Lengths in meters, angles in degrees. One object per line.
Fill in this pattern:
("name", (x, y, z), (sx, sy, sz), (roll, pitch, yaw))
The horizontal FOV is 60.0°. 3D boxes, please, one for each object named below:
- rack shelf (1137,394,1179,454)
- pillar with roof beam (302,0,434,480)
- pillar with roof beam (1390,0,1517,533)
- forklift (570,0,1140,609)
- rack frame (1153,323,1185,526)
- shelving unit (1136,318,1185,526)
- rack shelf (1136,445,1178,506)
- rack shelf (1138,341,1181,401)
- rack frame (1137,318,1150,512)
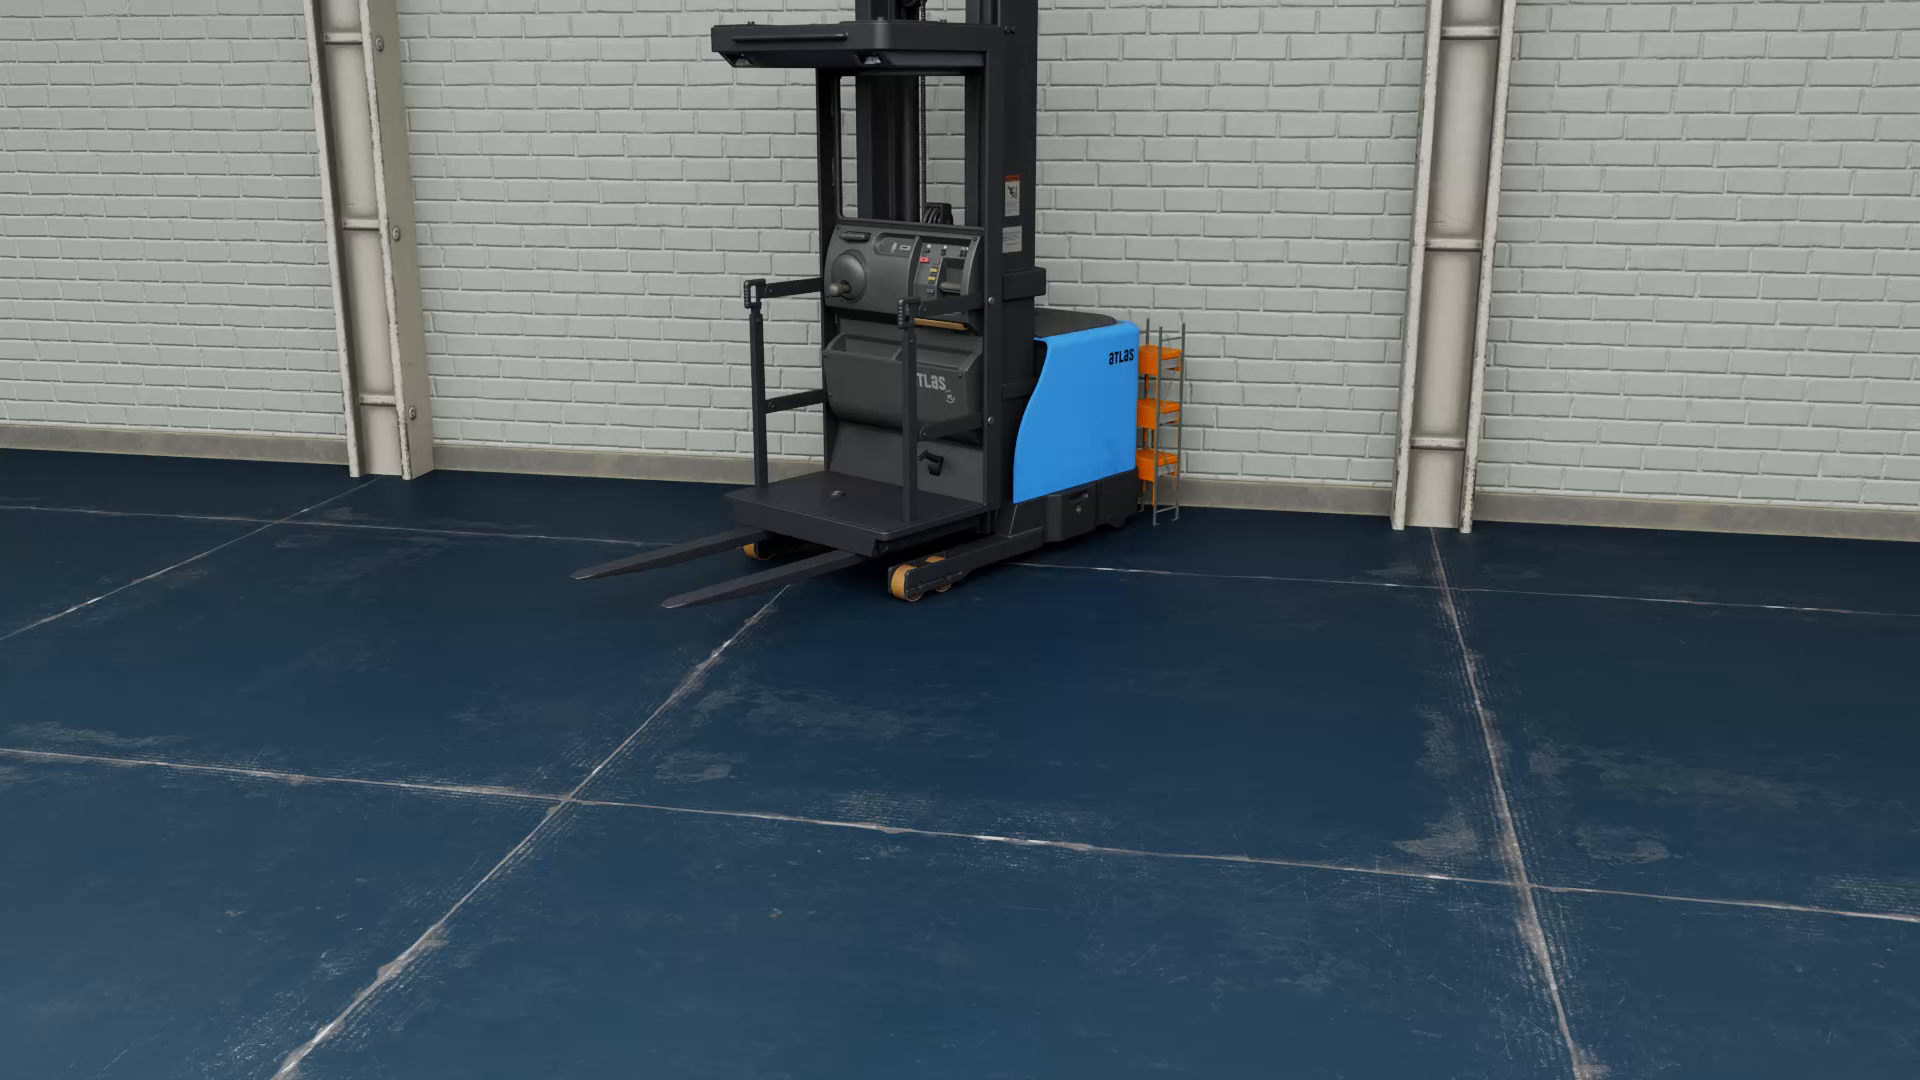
("rack shelf", (1.009, -0.613, 8.777), (0.215, 0.259, 0.240), (-14, 21, -41))
("pillar with roof beam", (-4.249, -3.617, 4.691), (0.400, 9.000, 9.100), (3, 16, 11))
("pillar with roof beam", (1.630, -3.297, 3.539), (0.400, 9.000, 9.100), (3, 16, 11))
("forklift", (-0.417, -1.286, 7.646), (1.130, 2.935, 3.031), (13, 20, 40))
("rack frame", (1.092, -0.599, 8.688), (0.200, 1.050, 0.008), (-14, 21, -41))
("shelving unit", (1.009, -0.623, 8.775), (0.215, 1.050, 0.252), (-14, 21, -41))
("rack shelf", (1.009, -0.345, 8.852), (0.215, 0.259, 0.240), (-14, 21, -41))
("rack shelf", (1.009, -0.886, 8.702), (0.215, 0.259, 0.240), (-14, 21, -41))
("rack frame", (0.926, -0.647, 8.861), (0.200, 1.050, 0.008), (-14, 21, -41))
